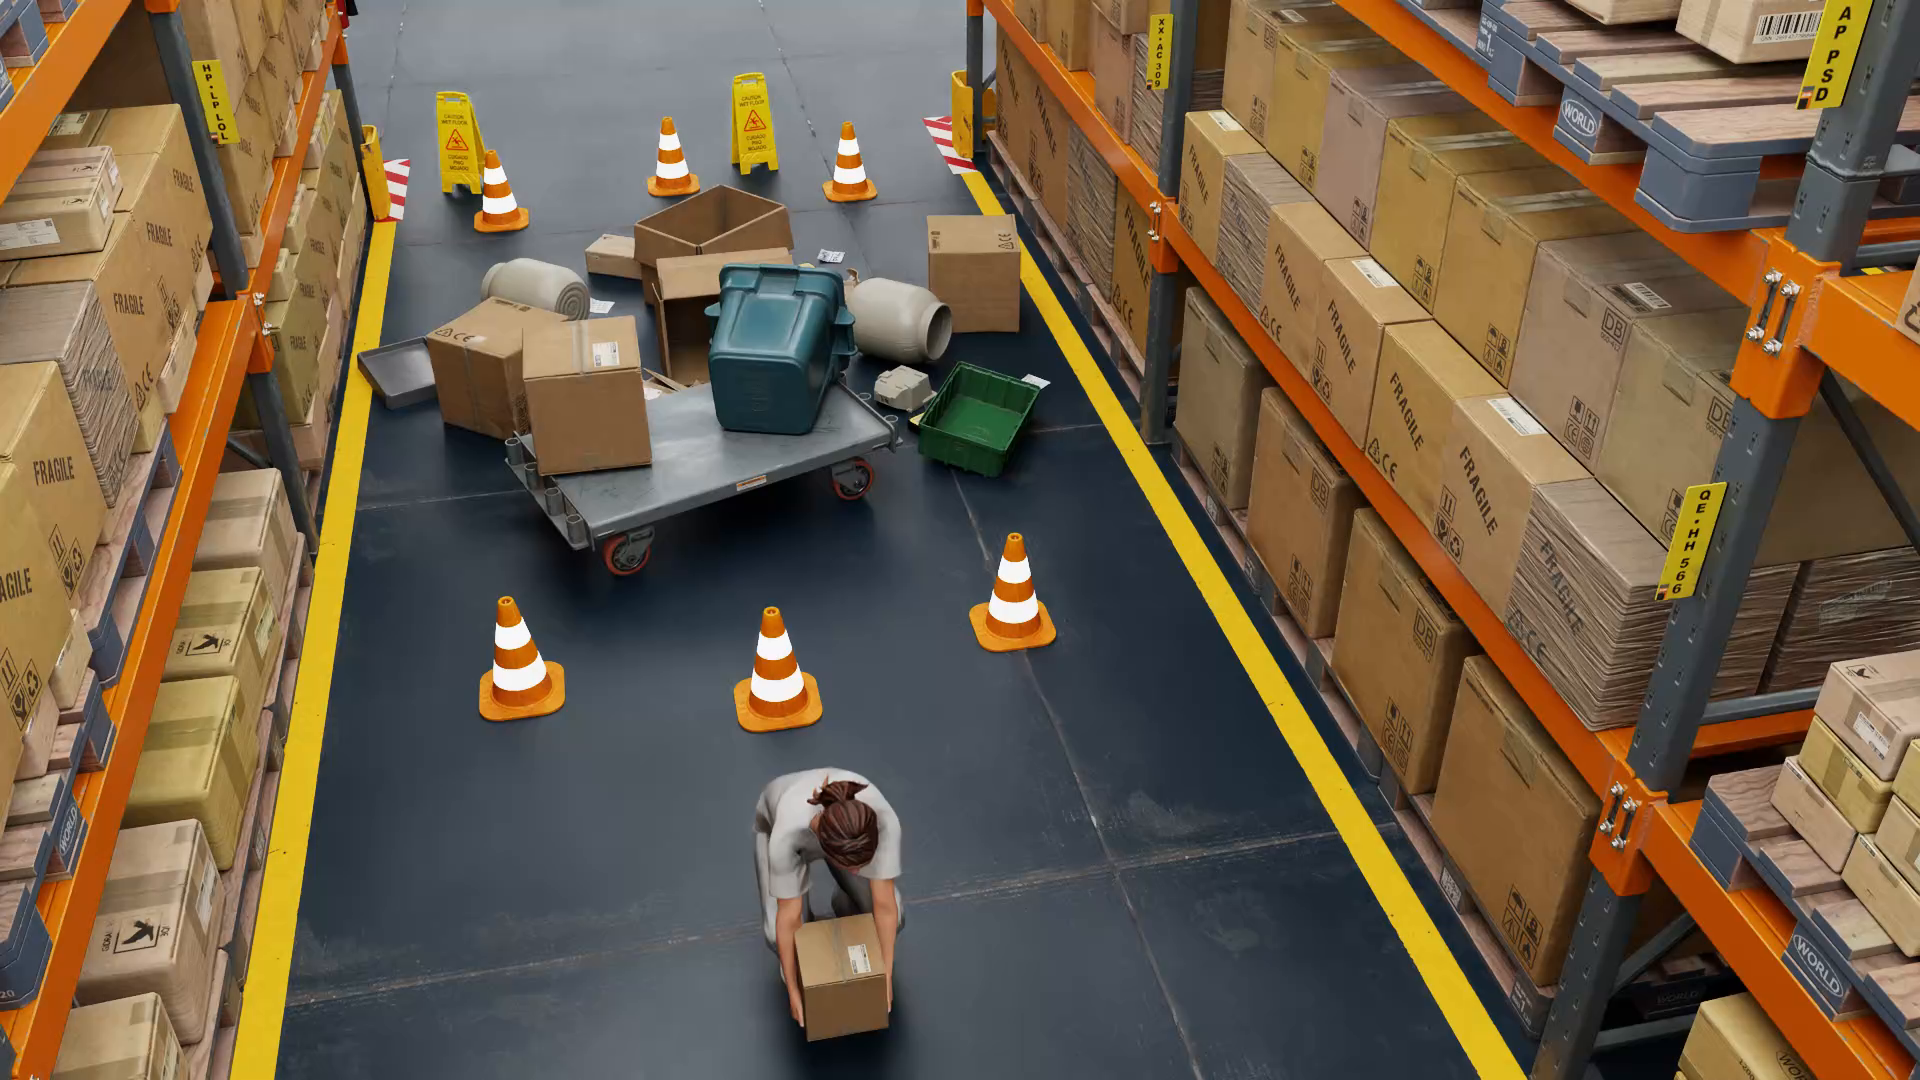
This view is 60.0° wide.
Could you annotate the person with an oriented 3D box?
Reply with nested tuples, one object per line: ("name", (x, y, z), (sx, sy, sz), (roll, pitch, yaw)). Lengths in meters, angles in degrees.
("person", (-0.420, 1.042, 5.271), (0.456, 0.956, 0.802), (-8, 35, -11))
